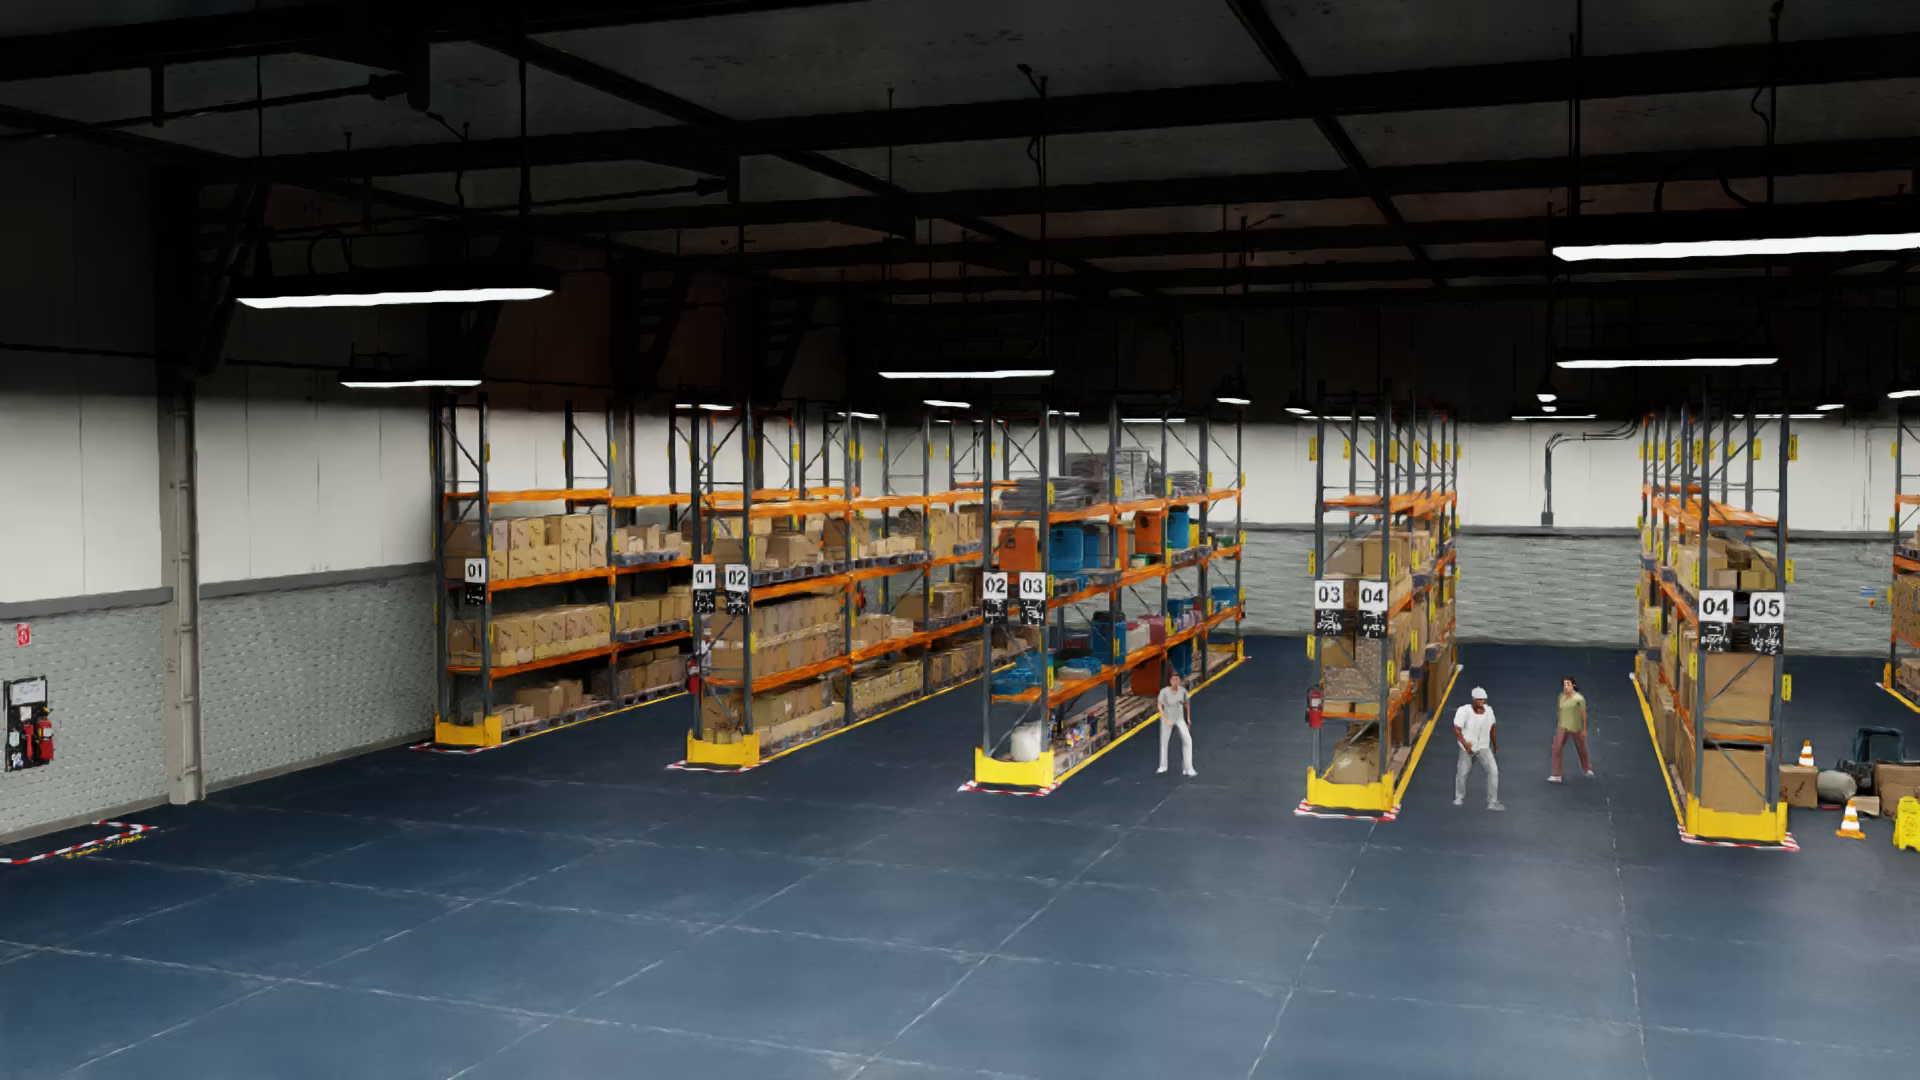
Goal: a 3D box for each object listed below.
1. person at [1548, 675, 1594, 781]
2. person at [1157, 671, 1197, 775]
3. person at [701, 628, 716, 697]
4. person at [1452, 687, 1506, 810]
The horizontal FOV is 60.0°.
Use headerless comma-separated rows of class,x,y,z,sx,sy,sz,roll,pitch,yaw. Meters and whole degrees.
person,9.308,2.850,25.266,0.491,1.609,0.953,3,4,40
person,3.321,2.818,25.755,0.586,1.617,0.756,0,3,-2
person,-4.827,2.477,31.890,0.448,1.622,0.996,1,3,12
person,7.225,2.898,23.298,0.702,1.706,0.765,0,3,-2
